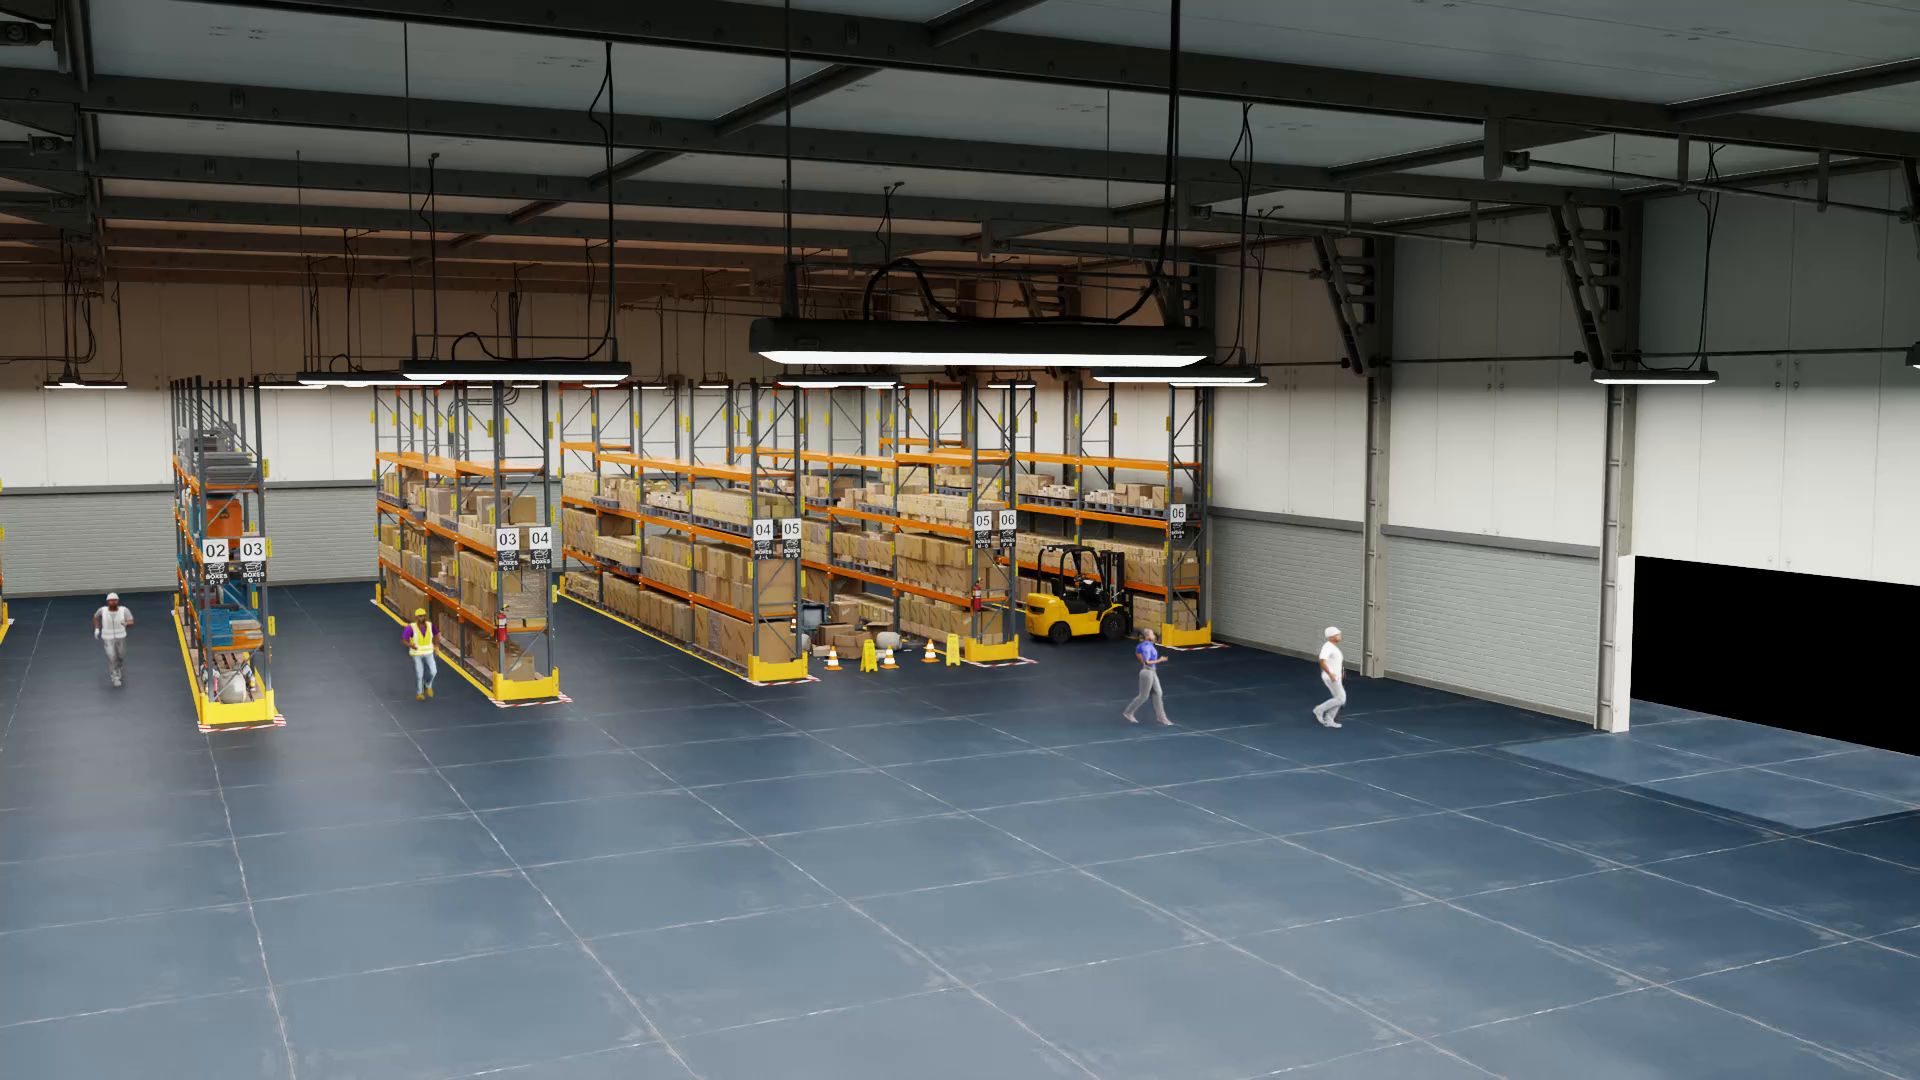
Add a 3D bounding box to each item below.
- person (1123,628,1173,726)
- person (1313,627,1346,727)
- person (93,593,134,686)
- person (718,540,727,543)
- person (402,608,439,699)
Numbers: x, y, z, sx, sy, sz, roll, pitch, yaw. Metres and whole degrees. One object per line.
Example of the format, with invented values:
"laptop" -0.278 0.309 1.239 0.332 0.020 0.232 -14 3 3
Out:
"person" 3.221 2.341 28.482 0.850 1.679 0.570 1 5 14
"person" 6.321 2.341 28.379 0.546 1.726 0.693 2 5 19
"person" -16.507 1.912 32.474 0.683 1.769 1.004 -3 6 -33
"person" -7.201 0.292 50.978 1.034 1.725 0.760 1 5 10
"person" -9.964 2.118 30.833 0.720 1.715 0.660 -3 6 -33
